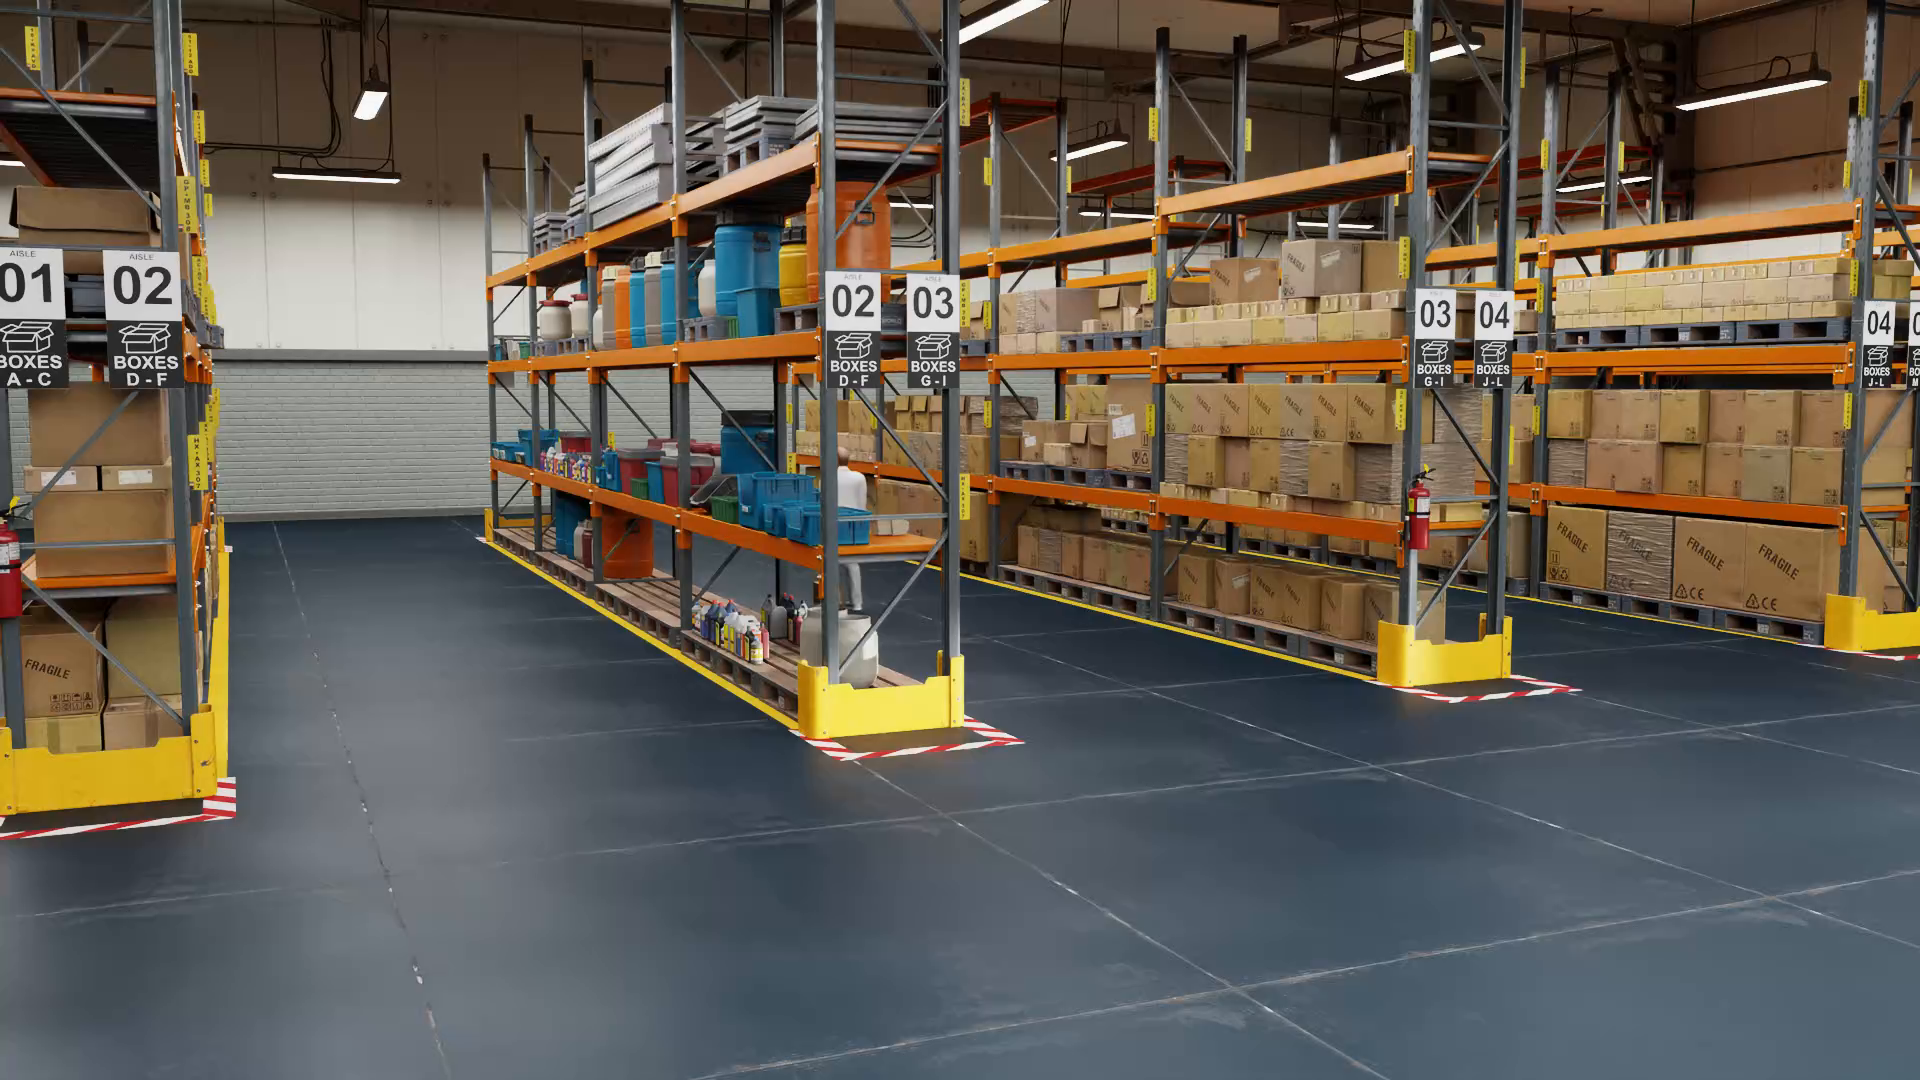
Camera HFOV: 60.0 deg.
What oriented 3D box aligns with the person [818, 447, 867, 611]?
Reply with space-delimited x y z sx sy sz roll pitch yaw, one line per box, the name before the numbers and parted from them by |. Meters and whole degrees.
person | -1.299 -0.118 17.988 0.564 1.776 0.386 -2 6 -22
